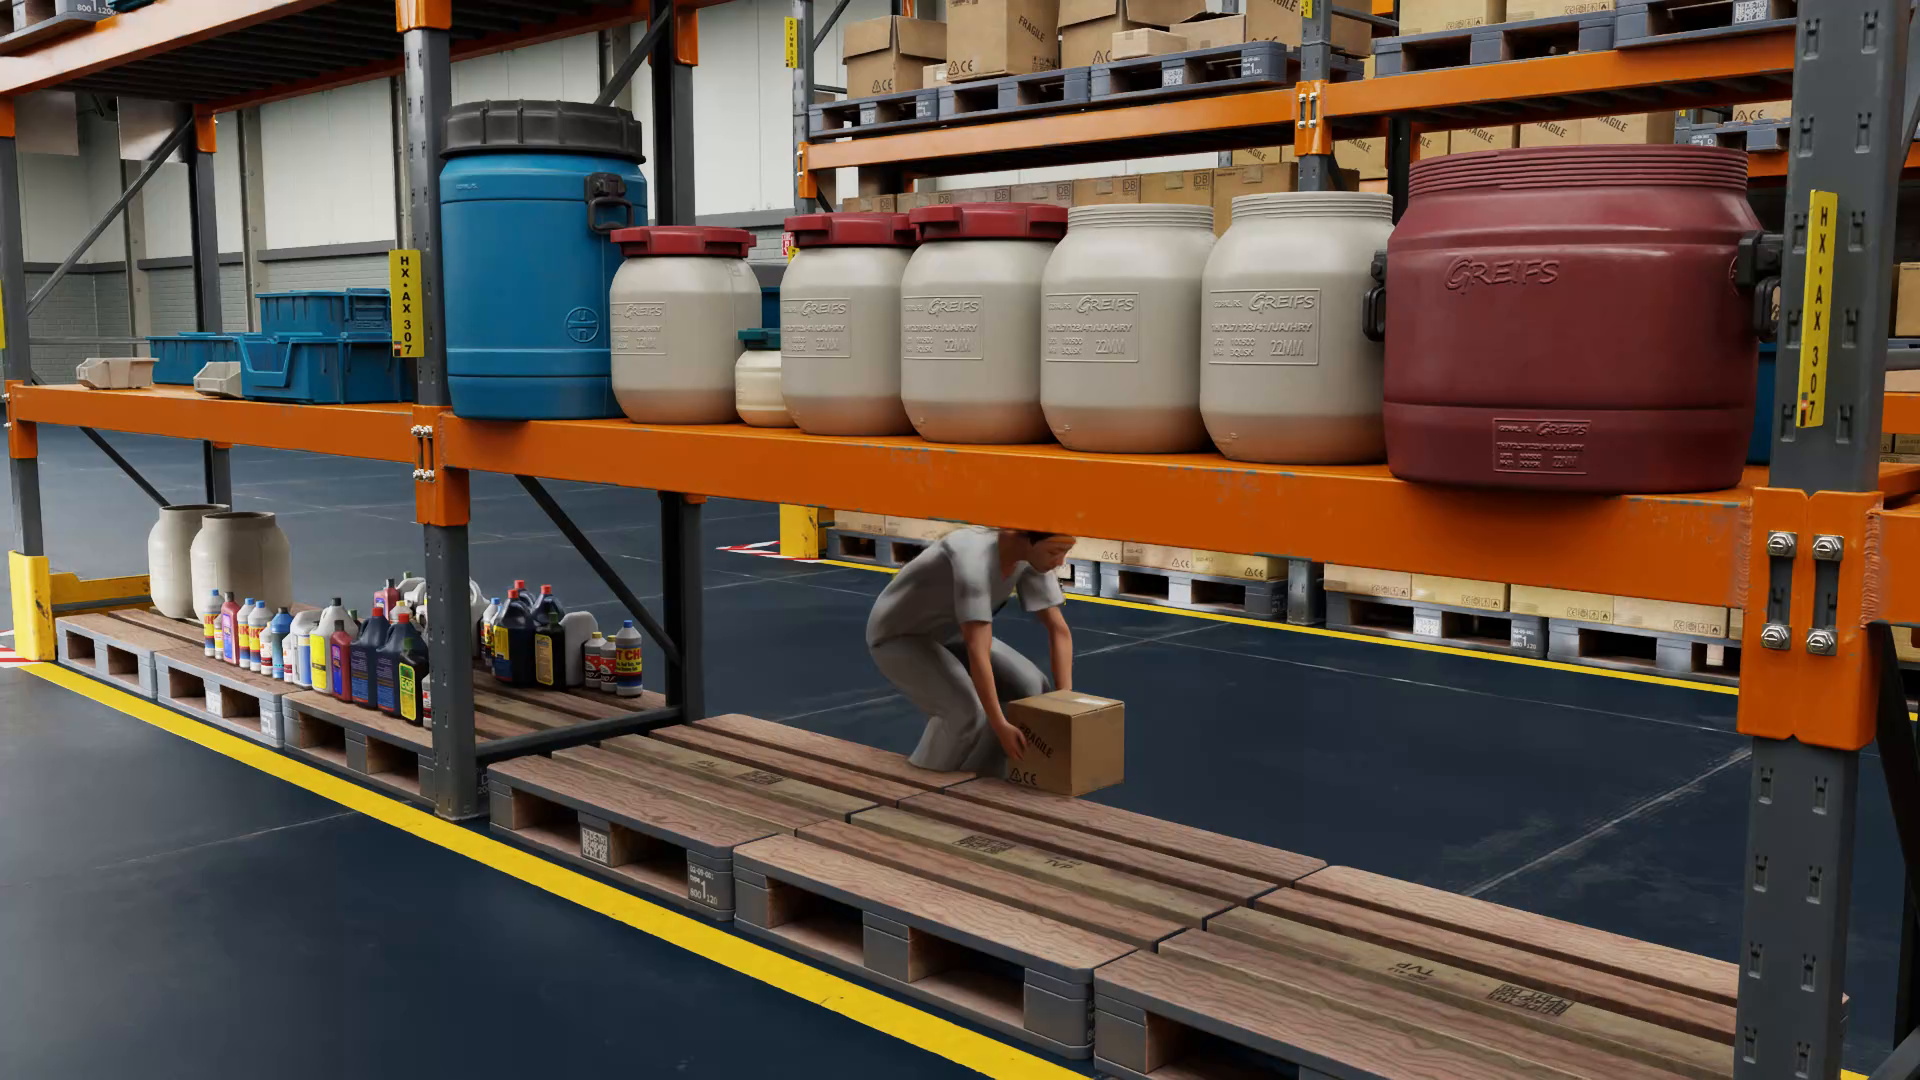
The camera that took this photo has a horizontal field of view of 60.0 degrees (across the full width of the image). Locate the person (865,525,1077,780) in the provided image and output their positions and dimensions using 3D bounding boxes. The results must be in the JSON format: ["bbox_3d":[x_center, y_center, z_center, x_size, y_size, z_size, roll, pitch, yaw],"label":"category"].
[{"bbox_3d":[0.060,0.358,5.265,0.753,1.092,0.495,7,10,43],"label":"person"}]
